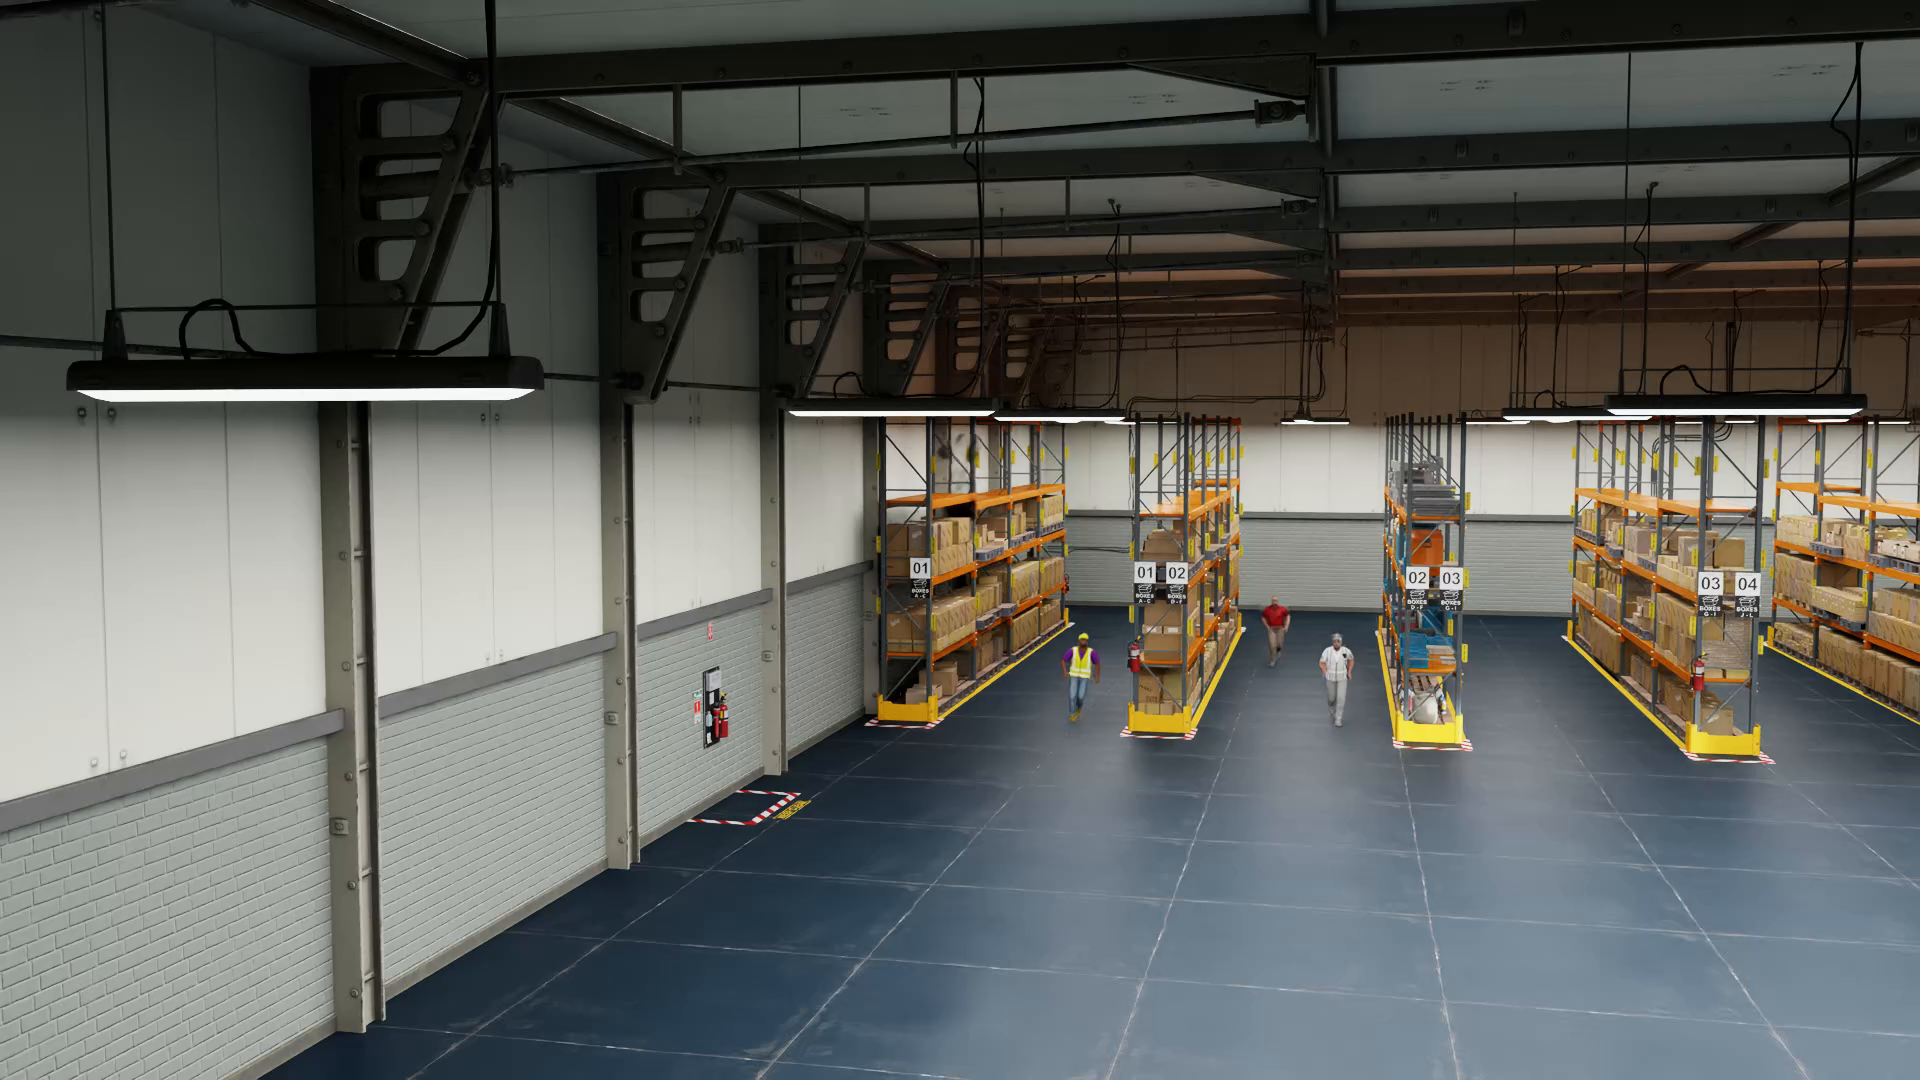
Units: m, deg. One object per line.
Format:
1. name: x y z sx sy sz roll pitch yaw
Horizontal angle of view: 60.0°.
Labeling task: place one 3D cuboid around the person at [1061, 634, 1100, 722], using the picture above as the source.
1. person: 2.331 2.688 32.394 0.761 1.699 0.530 1 4 8

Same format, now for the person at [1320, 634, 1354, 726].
1. person: 7.303 2.673 32.233 0.654 1.756 0.897 1 4 13

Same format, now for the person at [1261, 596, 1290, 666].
1. person: 7.586 2.185 39.984 0.678 1.694 0.650 1 4 12

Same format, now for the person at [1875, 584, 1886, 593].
1. person: 23.503 1.988 42.427 0.557 1.715 0.901 -1 4 -17
